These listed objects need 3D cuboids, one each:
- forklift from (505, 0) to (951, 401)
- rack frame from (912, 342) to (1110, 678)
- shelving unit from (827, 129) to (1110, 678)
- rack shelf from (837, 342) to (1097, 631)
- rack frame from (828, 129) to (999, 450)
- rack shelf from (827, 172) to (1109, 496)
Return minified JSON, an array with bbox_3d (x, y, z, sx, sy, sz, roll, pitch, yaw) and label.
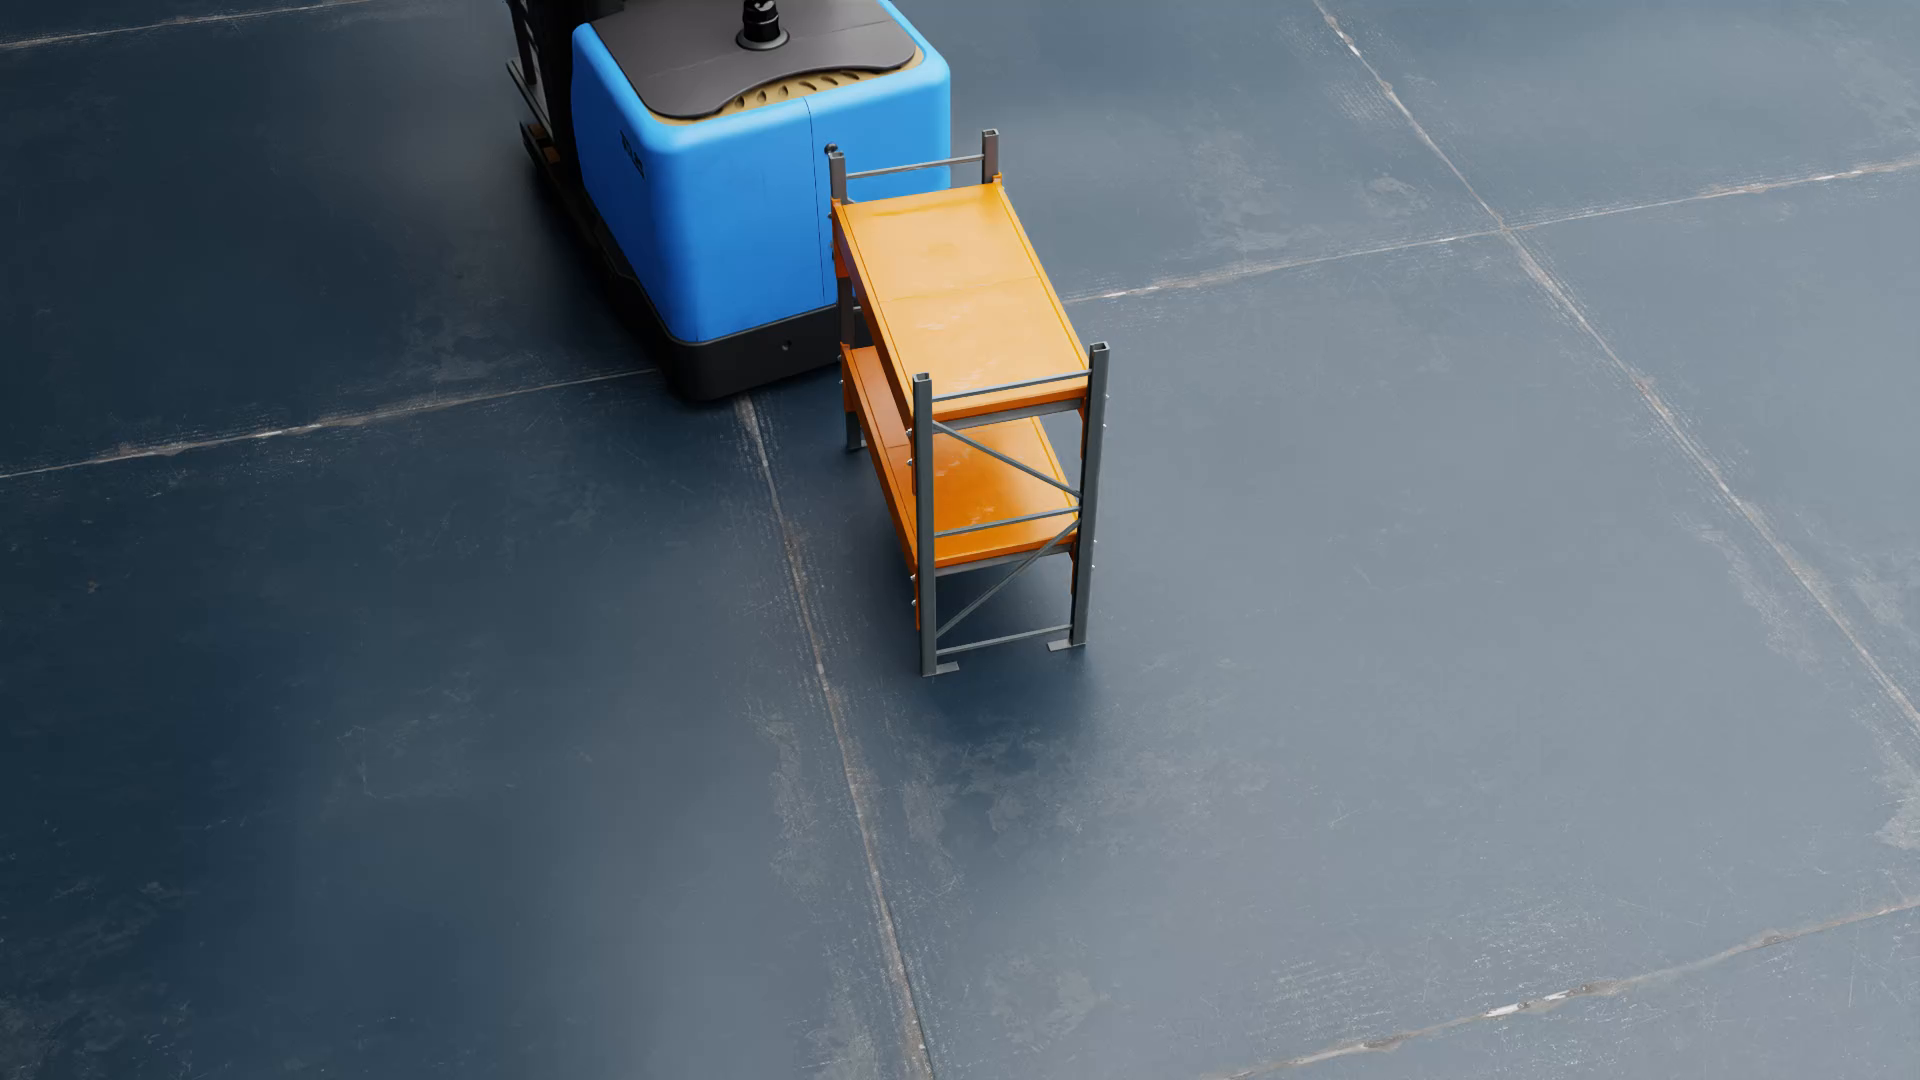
[{"bbox_3d":[-1.117,-2.554,5.701,1.130,2.935,3.031,-19,49,-18],"label":"forklift"},{"bbox_3d":[0.128,-0.047,4.509,0.500,1.125,0.032,-11,47,-10],"label":"rack frame"},{"bbox_3d":[-0.002,-0.398,4.853,0.538,1.125,1.048,-11,47,-10],"label":"shelving unit"},{"bbox_3d":[-0.002,-0.227,5.027,0.538,0.278,1.000,-11,47,-10],"label":"rack shelf"},{"bbox_3d":[-0.132,-0.749,5.197,0.500,1.125,0.032,-11,47,-10],"label":"rack frame"},{"bbox_3d":[-0.002,-0.603,4.644,0.538,0.278,1.000,-11,47,-10],"label":"rack shelf"}]
